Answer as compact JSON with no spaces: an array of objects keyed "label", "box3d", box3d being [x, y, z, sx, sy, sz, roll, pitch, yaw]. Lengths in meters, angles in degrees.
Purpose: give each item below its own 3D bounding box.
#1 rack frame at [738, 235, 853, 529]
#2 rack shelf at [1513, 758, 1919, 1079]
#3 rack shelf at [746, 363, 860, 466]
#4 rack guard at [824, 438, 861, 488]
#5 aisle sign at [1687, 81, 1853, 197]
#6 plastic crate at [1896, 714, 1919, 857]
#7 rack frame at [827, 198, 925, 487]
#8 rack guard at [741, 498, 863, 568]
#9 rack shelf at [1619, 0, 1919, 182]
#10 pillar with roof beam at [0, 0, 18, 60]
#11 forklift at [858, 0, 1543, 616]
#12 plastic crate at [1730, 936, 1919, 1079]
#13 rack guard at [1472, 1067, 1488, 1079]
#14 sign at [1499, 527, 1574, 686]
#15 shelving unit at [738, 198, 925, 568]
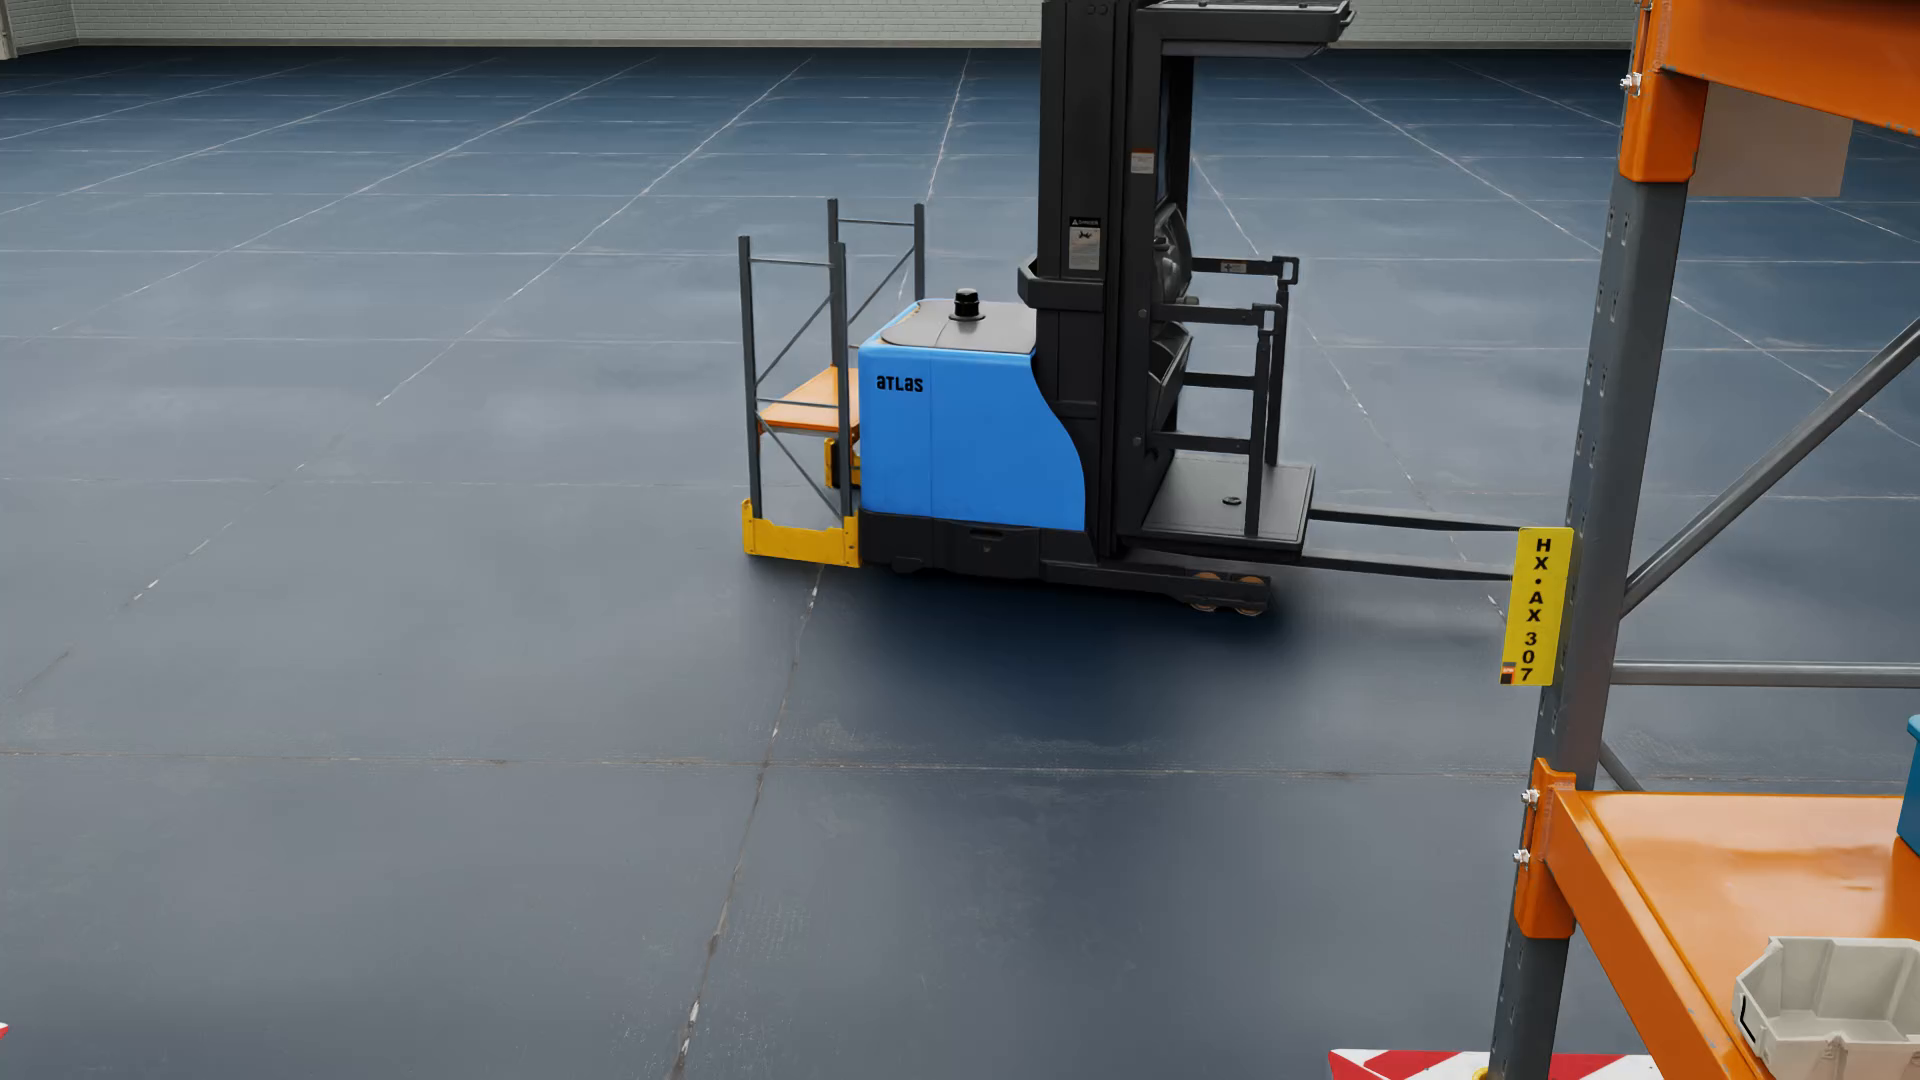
[{"label":"rack frame","box3d":[-0.738,-0.617,7.545,0.500,1.500,0.032,7,22,17]},{"label":"rack shelf","box3d":[1.586,1.324,1.464,1.077,0.370,4.000,1,21,2]},{"label":"rack shelf","box3d":[-0.577,-0.623,8.060,0.538,0.185,1.000,7,22,17]},{"label":"rack guard","box3d":[-0.422,-0.376,8.653,0.587,0.250,0.087,7,22,17]},{"label":"aisle sign","box3d":[1.356,-0.976,2.803,0.394,0.787,0.004,1,21,2]},{"label":"plastic crate","box3d":[1.931,0.519,2.750,0.499,0.251,0.616,1,21,2]},{"label":"rack frame","box3d":[-0.415,-0.966,8.444,0.500,1.500,0.032,7,22,17]},{"label":"rack guard","box3d":[-0.737,-0.035,7.772,0.587,0.250,0.087,7,22,17]},{"label":"rack shelf","box3d":[1.586,-0.074,0.921,1.077,0.370,4.000,1,21,2]},{"label":"pillar with roof beam","box3d":[-13.877,-13.306,29.881,9.100,9.000,0.400,1,21,2]},{"label":"forklift","box3d":[1.111,-1.251,7.201,3.031,2.935,1.130,5,22,14]},{"label":"plastic crate","box3d":[1.298,0.709,2.420,0.298,0.136,0.250,1,21,2]},{"label":"rack guard","box3d":[1.691,1.459,3.578,1.175,0.500,0.348,1,21,2]},{"label":"sign","box3d":[1.097,0.129,3.167,0.100,0.325,0.005,1,21,2]},{"label":"shelving unit","box3d":[-0.579,-0.788,7.987,0.587,1.500,1.083,7,22,17]}]
